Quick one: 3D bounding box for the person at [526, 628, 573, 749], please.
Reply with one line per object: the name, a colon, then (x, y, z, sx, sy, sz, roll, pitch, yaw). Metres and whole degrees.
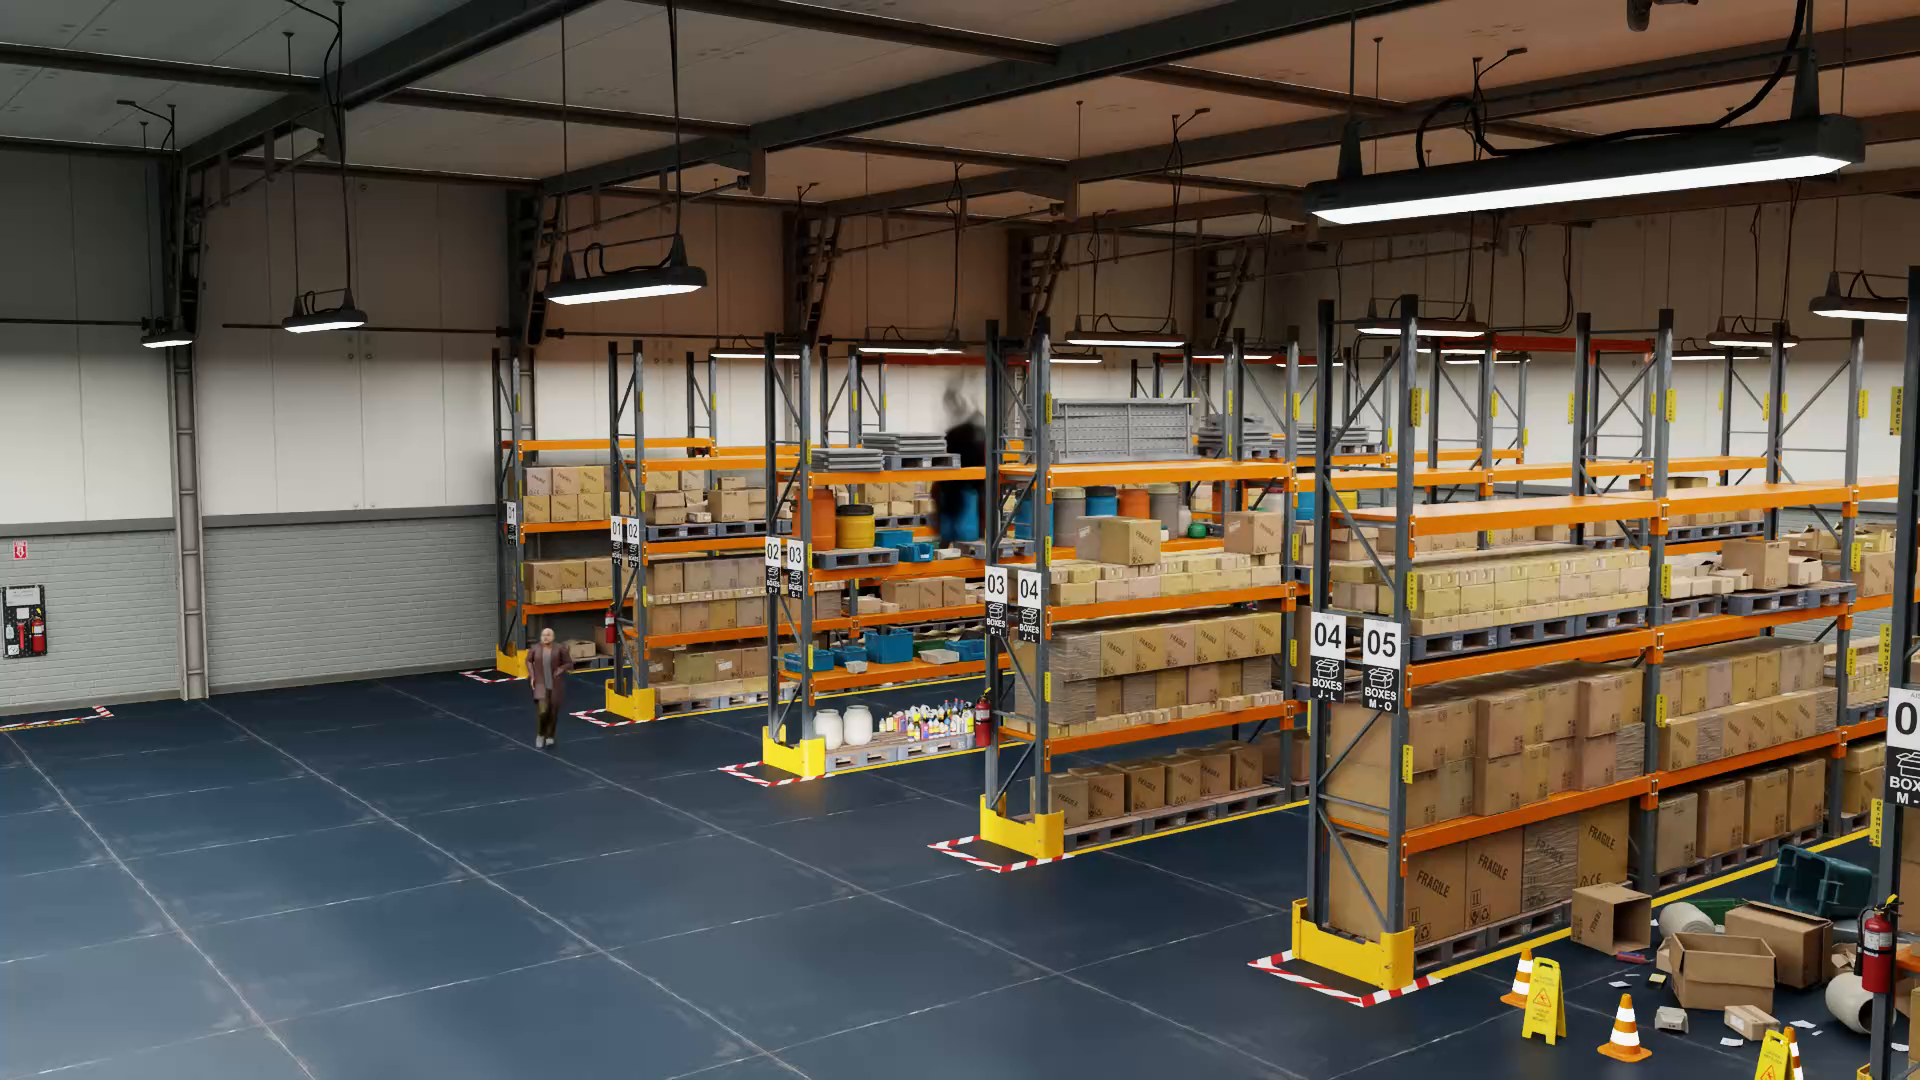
person: (-5.978, 2.168, 24.205, 0.677, 1.781, 0.735, -1, 5, -12)
